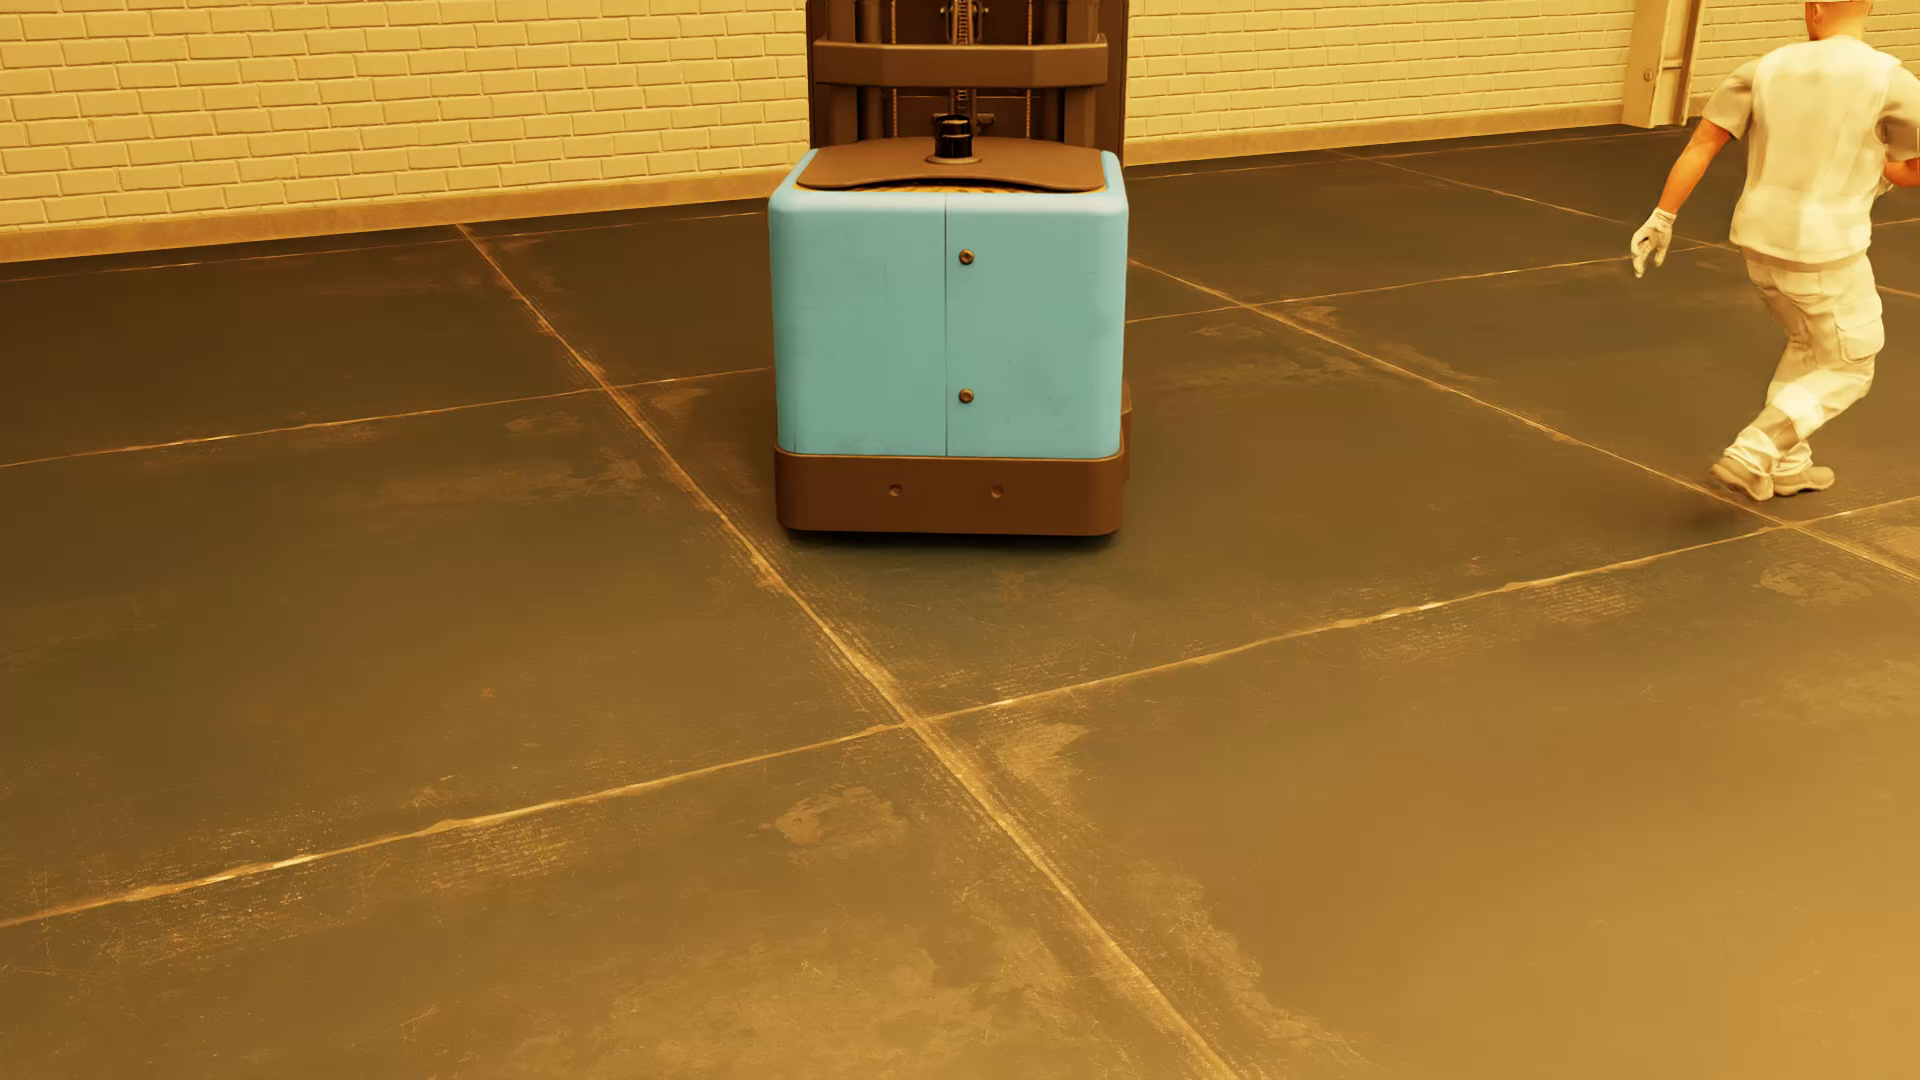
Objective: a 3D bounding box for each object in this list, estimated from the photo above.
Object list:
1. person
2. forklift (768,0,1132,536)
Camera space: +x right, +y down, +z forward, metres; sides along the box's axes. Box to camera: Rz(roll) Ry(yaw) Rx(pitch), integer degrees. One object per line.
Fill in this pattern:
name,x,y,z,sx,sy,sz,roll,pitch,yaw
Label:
person,2.573,-0.920,5.117,0.785,1.707,0.628,-10,25,-23
forklift,0.037,-1.886,5.826,1.130,2.935,3.031,1,23,3
